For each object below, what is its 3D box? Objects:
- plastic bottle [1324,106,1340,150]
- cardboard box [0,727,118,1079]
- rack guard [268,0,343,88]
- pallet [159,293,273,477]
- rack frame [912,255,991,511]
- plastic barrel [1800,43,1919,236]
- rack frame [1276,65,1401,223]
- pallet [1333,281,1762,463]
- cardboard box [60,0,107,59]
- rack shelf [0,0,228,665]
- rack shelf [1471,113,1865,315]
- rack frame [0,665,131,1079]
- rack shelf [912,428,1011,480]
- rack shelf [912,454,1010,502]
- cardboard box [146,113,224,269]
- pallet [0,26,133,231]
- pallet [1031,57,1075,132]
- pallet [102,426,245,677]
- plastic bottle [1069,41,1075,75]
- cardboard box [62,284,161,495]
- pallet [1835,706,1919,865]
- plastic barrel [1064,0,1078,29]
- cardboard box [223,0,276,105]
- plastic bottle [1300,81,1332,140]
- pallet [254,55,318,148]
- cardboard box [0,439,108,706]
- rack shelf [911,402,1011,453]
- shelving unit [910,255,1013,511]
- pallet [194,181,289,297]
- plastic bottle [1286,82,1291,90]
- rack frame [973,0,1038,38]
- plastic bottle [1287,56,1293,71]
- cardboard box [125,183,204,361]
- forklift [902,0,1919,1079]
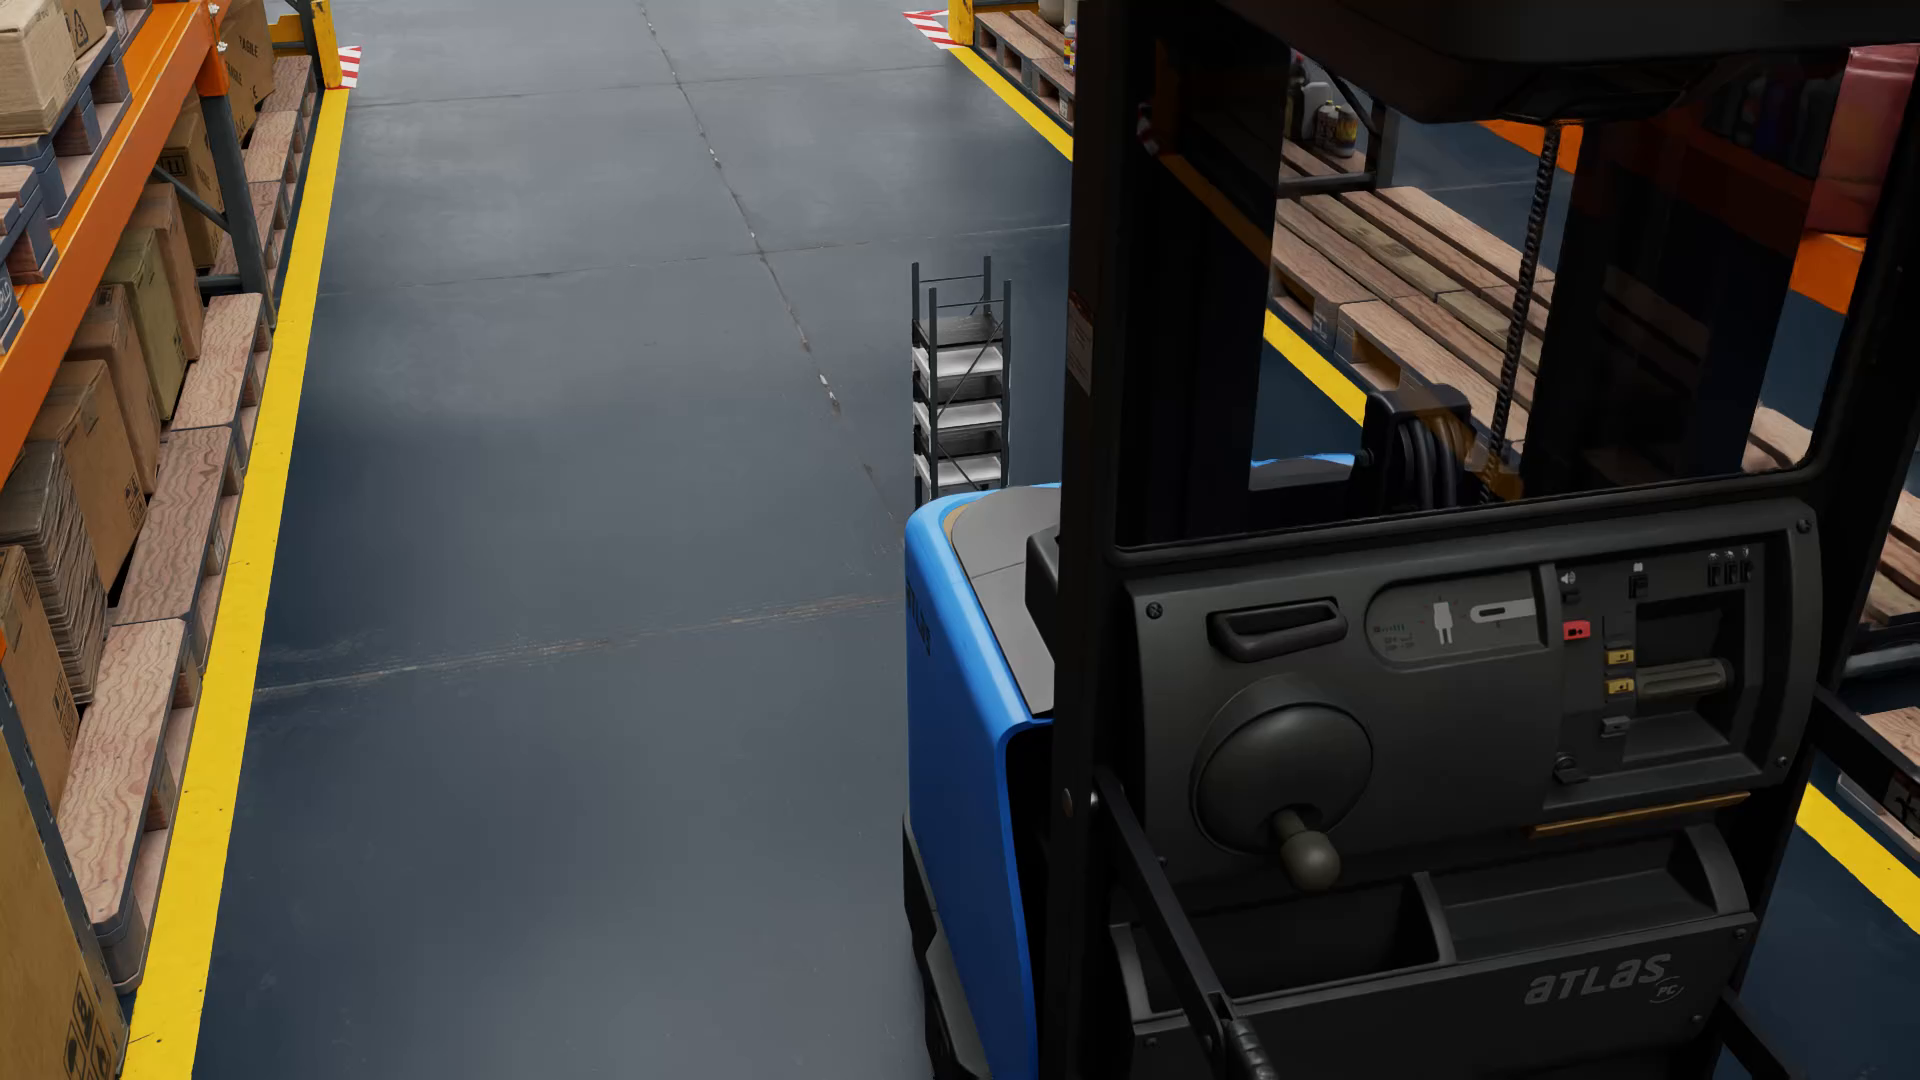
[{"bbox_3d":[1.827,-2.004,8.073,0.097,0.201,0.097,0,30,0],"label":"plastic bottle"},{"bbox_3d":[-2.035,0.901,2.402,1.225,0.875,0.875,-9,31,-16],"label":"cardboard box"},{"bbox_3d":[-4.301,-2.919,9.793,1.175,0.500,0.348,-8,31,-13],"label":"rack guard"},{"bbox_3d":[-3.052,-0.523,5.942,1.003,0.211,1.213,-8,31,-13],"label":"pallet"},{"bbox_3d":[-0.025,-0.435,5.103,0.240,0.900,0.006,-8,31,-13],"label":"rack frame"},{"bbox_3d":[2.162,-1.075,3.976,0.600,0.536,0.708,-8,31,-13],"label":"plastic barrel"},{"bbox_3d":[1.516,-2.764,7.031,1.000,3.000,0.127,-8,31,-13],"label":"rack frame"},{"bbox_3d":[2.089,-0.592,6.063,1.003,0.211,1.213,-8,31,-13],"label":"pallet"},{"bbox_3d":[-2.710,-1.507,4.337,0.797,0.503,0.637,-5,30,-8],"label":"cardboard box"},{"bbox_3d":[-2.729,-0.828,4.404,1.077,0.370,4.000,-8,31,-13],"label":"rack shelf"},{"bbox_3d":[2.047,-1.487,5.542,1.077,0.370,4.000,-8,31,-13],"label":"rack shelf"},{"bbox_3d":[-2.198,-0.173,2.555,1.000,3.000,0.127,-8,31,-13],"label":"rack frame"},{"bbox_3d":[0.002,-0.279,5.080,0.258,0.077,0.200,-8,31,-13],"label":"rack shelf"},{"bbox_3d":[0.002,-0.201,5.125,0.258,0.077,0.200,-8,31,-13],"label":"rack shelf"},{"bbox_3d":[-3.327,-1.404,6.757,0.500,0.500,0.500,-9,31,-15],"label":"cardboard box"},{"bbox_3d":[-2.763,-1.041,4.246,1.003,0.211,1.213,-8,31,-13],"label":"pallet"},{"bbox_3d":[1.050,-2.477,9.319,1.003,0.211,1.213,-8,31,-13],"label":"pallet"},{"bbox_3d":[-2.724,0.068,4.922,1.003,0.211,1.213,-8,31,-13],"label":"pallet"},{"bbox_3d":[0.662,-2.708,9.288,0.097,0.201,0.097,0,30,0],"label":"plastic bottle"},{"bbox_3d":[-2.860,-0.411,5.023,0.700,0.500,0.500,-11,32,-18],"label":"cardboard box"},{"bbox_3d":[2.827,0.750,3.743,1.003,0.211,1.213,-8,31,-13],"label":"pallet"},{"bbox_3d":[0.835,-3.251,9.937,0.421,0.512,0.421,0,30,0],"label":"plastic barrel"},{"bbox_3d":[-3.980,-2.549,8.736,0.500,0.500,0.500,0,30,0],"label":"cardboard box"},{"bbox_3d":[1.742,-2.140,8.233,0.152,0.276,0.135,-7,31,-11],"label":"plastic bottle"},{"bbox_3d":[-4.120,-2.397,9.180,1.003,0.211,1.213,-8,31,-13],"label":"pallet"},{"bbox_3d":[-2.555,0.131,4.086,0.700,0.500,0.500,-10,32,-17],"label":"cardboard box"},{"bbox_3d":[0.002,-0.357,5.034,0.258,0.077,0.200,-8,31,-13],"label":"rack shelf"},{"bbox_3d":[0.002,-0.386,5.018,0.258,0.900,0.210,-8,31,-13],"label":"shelving unit"},{"bbox_3d":[-3.472,-1.218,7.144,1.003,0.211,1.213,-8,31,-13],"label":"pallet"},{"bbox_3d":[1.562,-2.234,8.320,0.144,0.351,0.185,-8,31,-13],"label":"plastic bottle"},{"bbox_3d":[0.454,-4.696,10.368,1.000,3.000,0.127,-8,31,-13],"label":"rack frame"},{"bbox_3d":[1.651,-2.344,8.510,0.144,0.351,0.185,-9,31,-15],"label":"plastic bottle"},{"bbox_3d":[-3.117,-0.914,5.892,0.700,0.500,0.500,-10,32,-17],"label":"cardboard box"},{"bbox_3d":[0.715,0.239,1.911,1.130,2.935,3.031,-7,31,-12],"label":"forklift"}]
